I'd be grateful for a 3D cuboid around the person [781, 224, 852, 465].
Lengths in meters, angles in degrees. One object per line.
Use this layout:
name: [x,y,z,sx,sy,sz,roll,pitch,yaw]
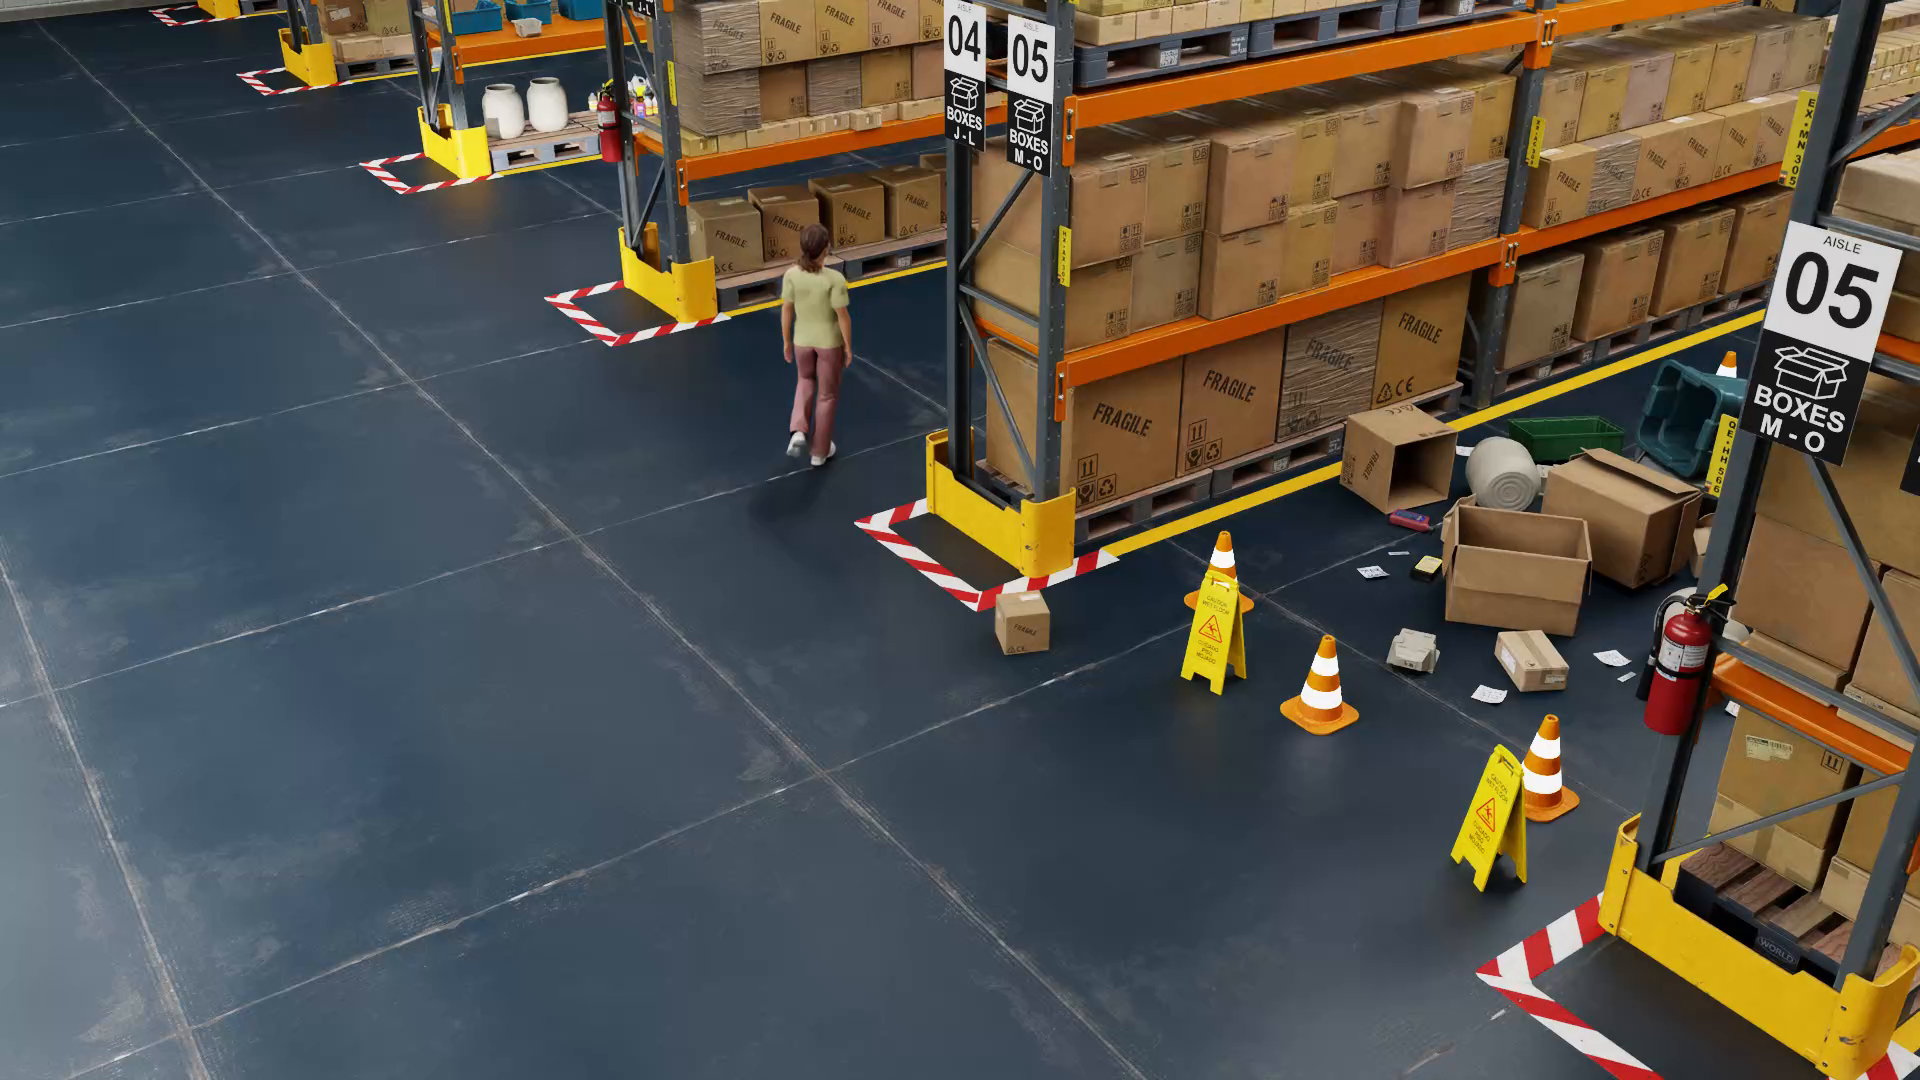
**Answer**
person: [-0.920,-1.231,10.936,0.475,1.553,0.471,8,30,14]
